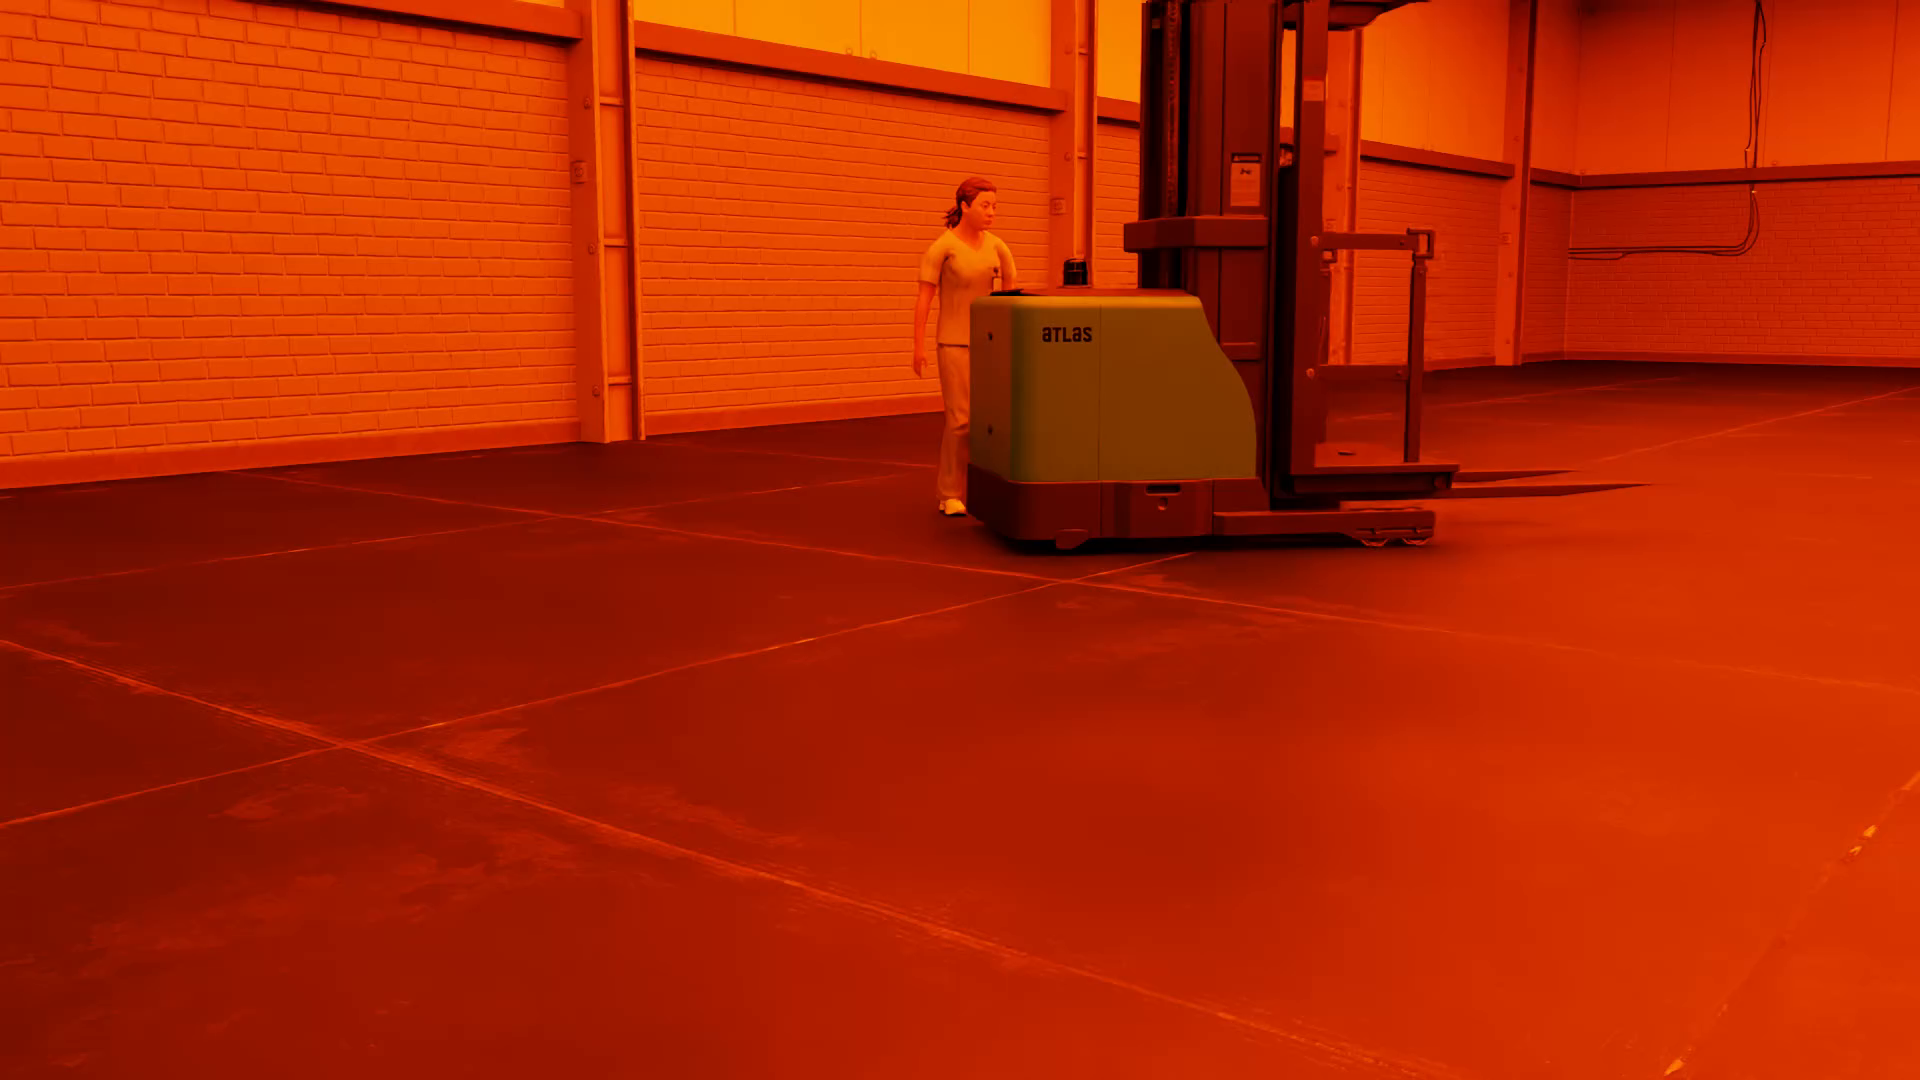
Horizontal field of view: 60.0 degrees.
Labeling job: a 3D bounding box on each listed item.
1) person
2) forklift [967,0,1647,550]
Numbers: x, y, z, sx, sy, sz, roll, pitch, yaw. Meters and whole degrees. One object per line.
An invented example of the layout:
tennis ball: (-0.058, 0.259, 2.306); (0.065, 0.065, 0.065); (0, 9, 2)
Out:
person: (0.088, -0.952, 8.220); (0.678, 1.651, 0.394); (-5, 10, -29)
forklift: (1.601, -1.492, 7.476); (3.031, 2.935, 1.130); (-2, 8, -11)
